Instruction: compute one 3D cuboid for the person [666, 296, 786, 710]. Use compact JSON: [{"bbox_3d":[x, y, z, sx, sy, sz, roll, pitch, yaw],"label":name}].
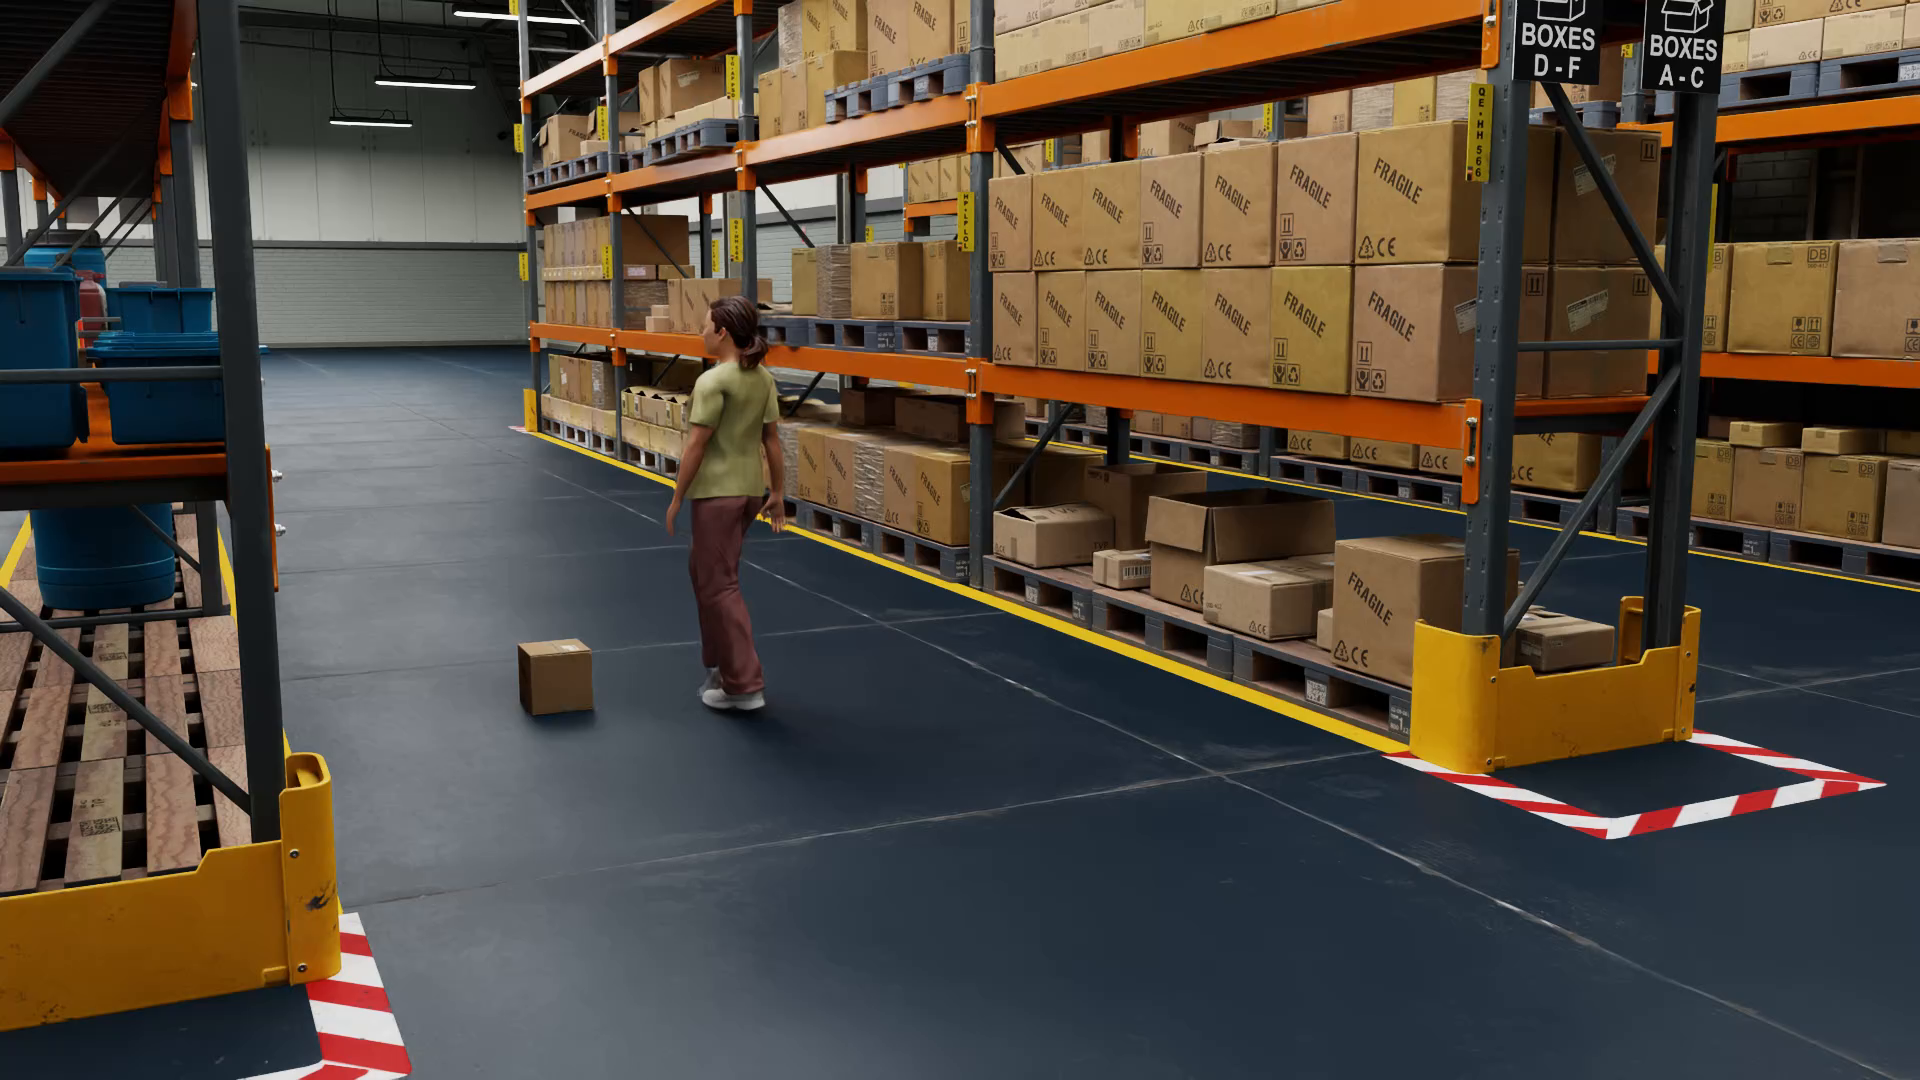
[{"bbox_3d":[-0.979,-0.135,6.736,0.487,1.692,0.492,5,10,30],"label":"person"}]
